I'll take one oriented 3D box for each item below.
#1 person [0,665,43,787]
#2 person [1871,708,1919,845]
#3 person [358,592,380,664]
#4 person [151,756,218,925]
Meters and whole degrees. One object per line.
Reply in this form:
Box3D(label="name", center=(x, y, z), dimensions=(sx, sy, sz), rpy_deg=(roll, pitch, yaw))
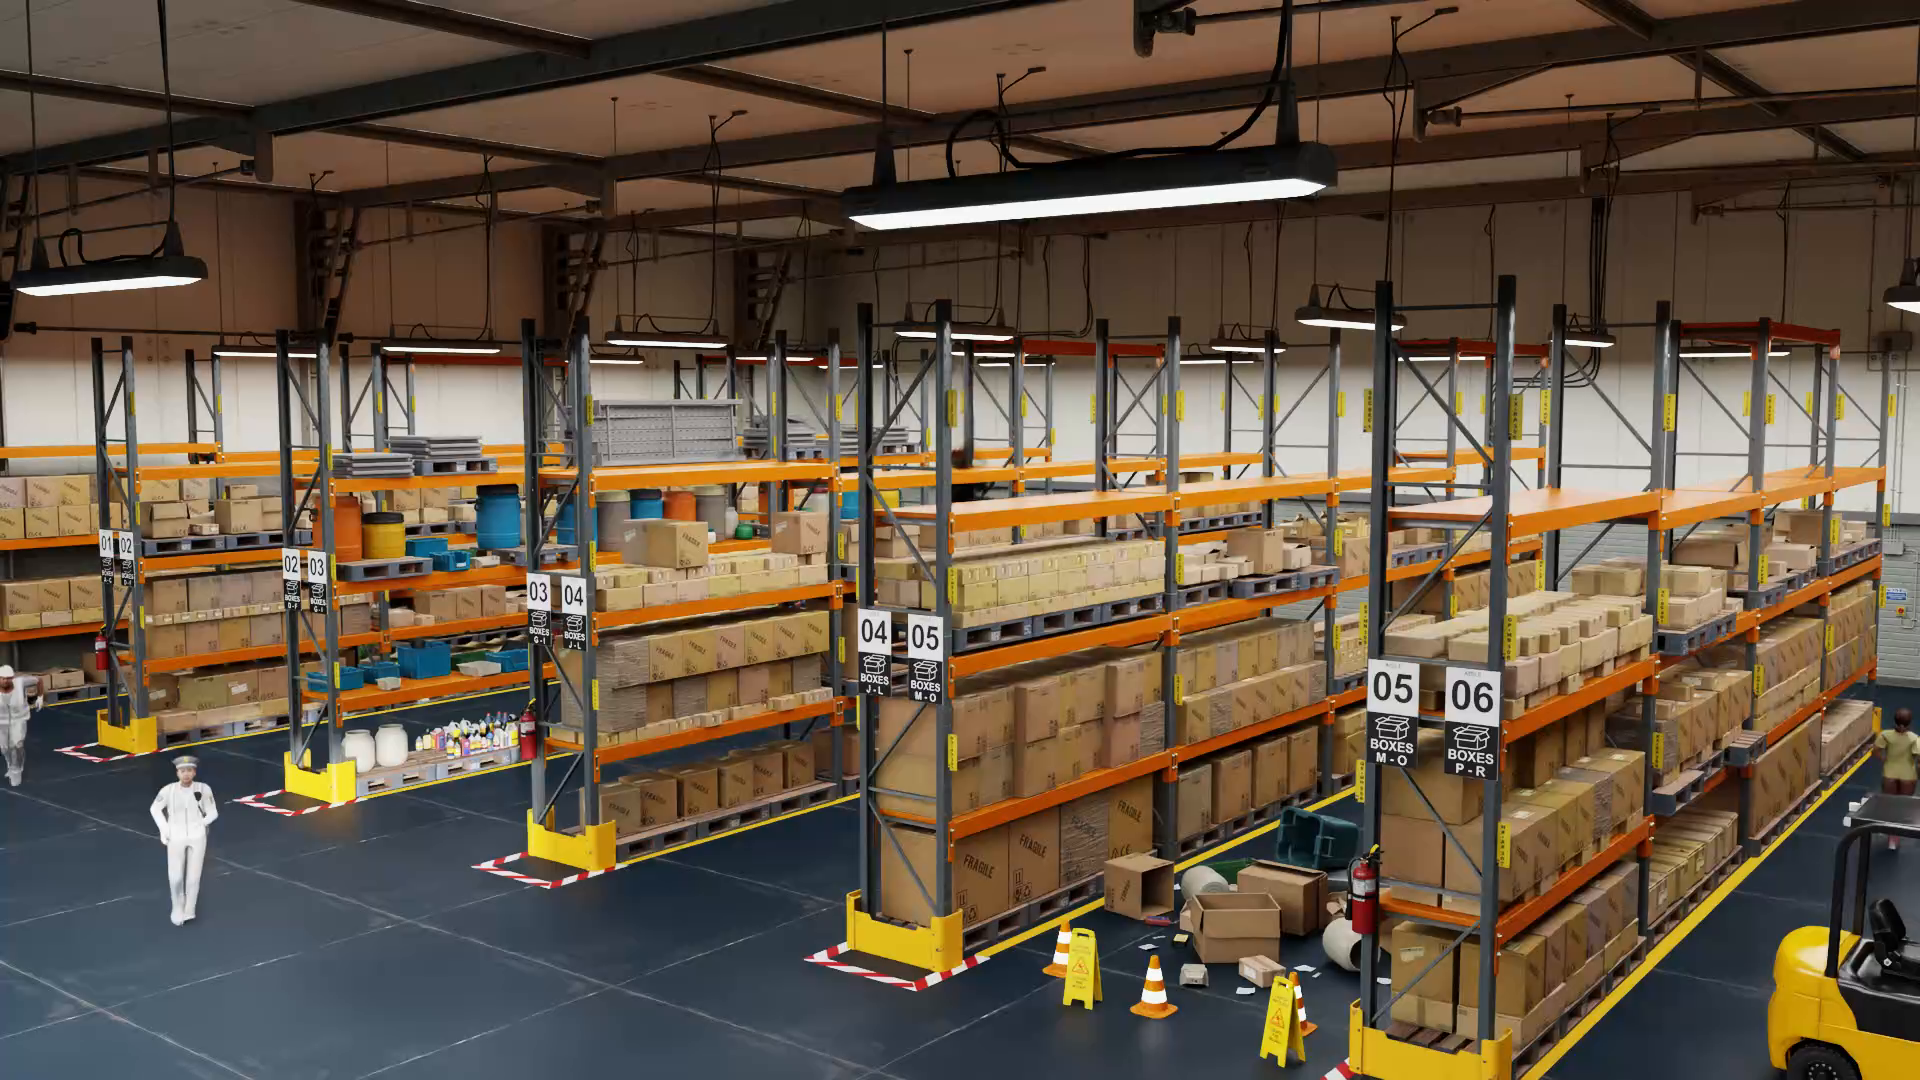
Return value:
Box3D(label="person", center=(-12.534, 2.439, 22.021), dimensions=(0.722, 1.668, 0.984), rpy_deg=(-2, 5, -24))
Box3D(label="person", center=(10.662, 2.683, 18.877), dimensions=(0.565, 1.569, 0.495), rpy_deg=(4, 6, 39))
Box3D(label="person", center=(-10.547, 1.738, 29.580), dimensions=(0.634, 1.768, 1.049), rpy_deg=(3, 6, 34))
Box3D(label="person", center=(-7.527, 2.924, 16.172), dimensions=(0.588, 1.666, 0.635), rpy_deg=(-3, 6, -27))
